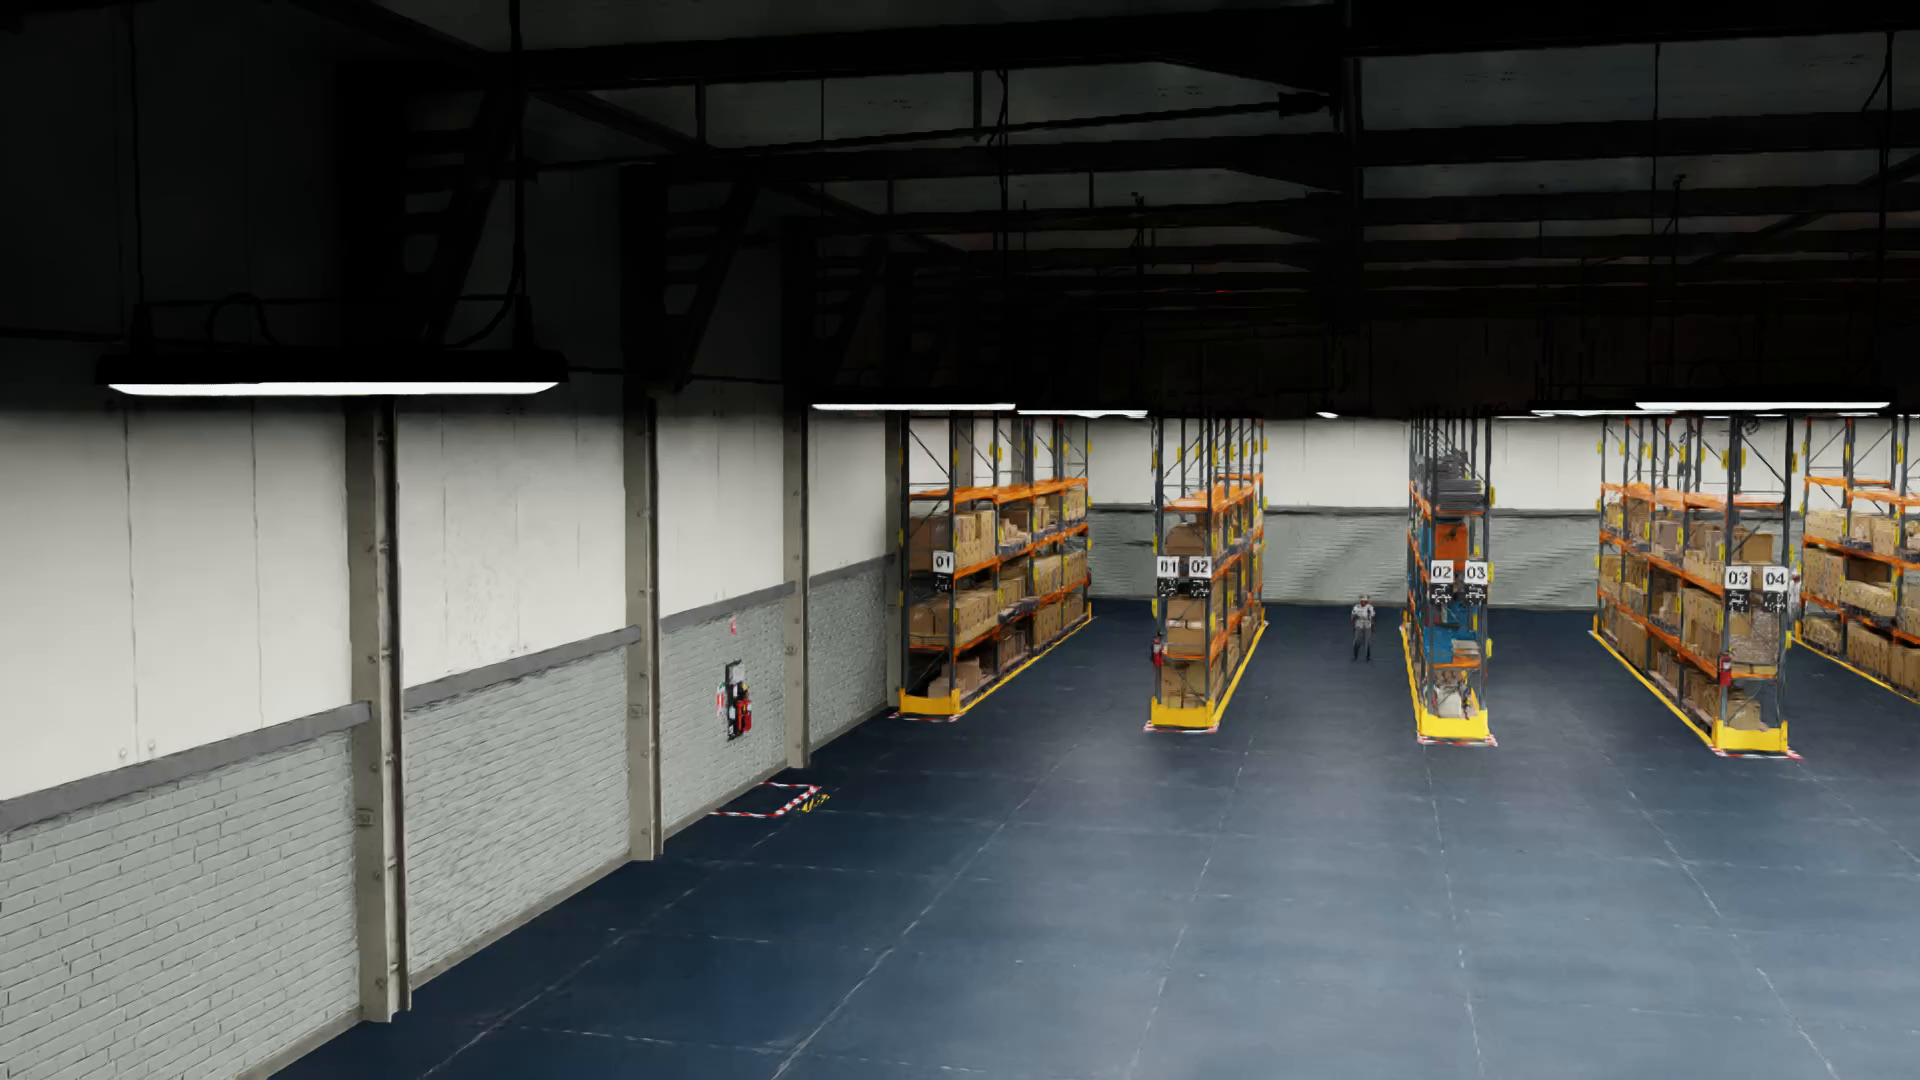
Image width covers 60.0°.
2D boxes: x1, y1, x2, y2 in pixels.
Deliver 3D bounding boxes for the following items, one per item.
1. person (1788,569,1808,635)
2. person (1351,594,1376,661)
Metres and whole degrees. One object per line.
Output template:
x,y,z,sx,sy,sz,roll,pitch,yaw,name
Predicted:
22.435,1.640,44.468,0.586,1.747,0.575,-2,5,-28,person
9.601,2.078,39.586,0.592,1.629,0.526,1,4,12,person
